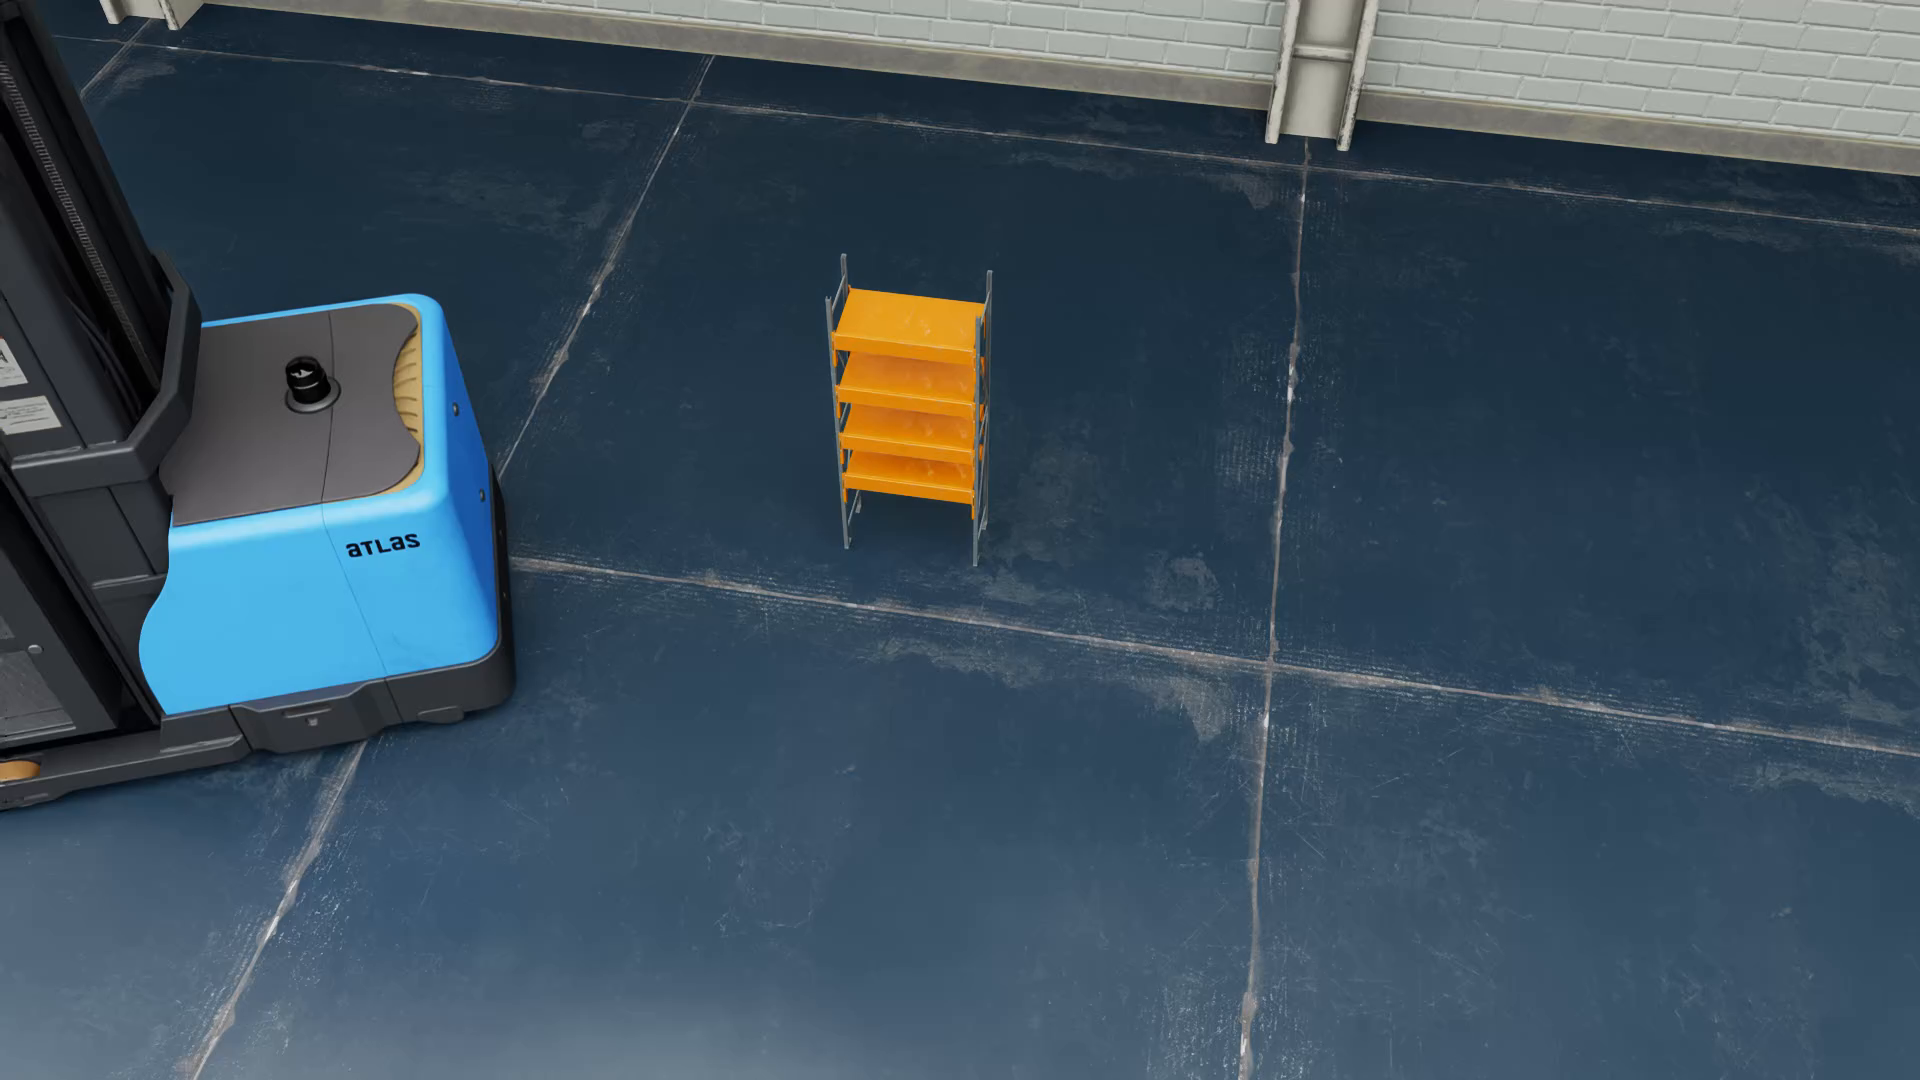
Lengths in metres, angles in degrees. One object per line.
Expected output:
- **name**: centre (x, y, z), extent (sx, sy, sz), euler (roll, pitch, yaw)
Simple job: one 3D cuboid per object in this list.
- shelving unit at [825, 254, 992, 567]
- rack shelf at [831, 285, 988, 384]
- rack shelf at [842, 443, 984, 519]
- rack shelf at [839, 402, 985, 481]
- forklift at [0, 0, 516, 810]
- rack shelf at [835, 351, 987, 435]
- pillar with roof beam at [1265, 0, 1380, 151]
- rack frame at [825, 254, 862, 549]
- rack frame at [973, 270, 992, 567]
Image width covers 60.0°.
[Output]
- **shelving unit**: centre (-0.163, -0.423, 5.823), extent (0.503, 1.200, 0.258), euler (8, 49, 7)
- **rack shelf**: centre (-0.163, -0.686, 5.531), extent (0.480, 0.148, 0.258), euler (8, 49, 7)
- **rack shelf**: centre (-0.163, -0.245, 6.021), extent (0.480, 0.148, 0.258), euler (8, 49, 7)
- **rack shelf**: centre (-0.163, -0.378, 5.873), extent (0.480, 0.148, 0.258), euler (8, 49, 7)
- **forklift**: centre (-3.099, -0.506, 4.734), extent (3.031, 2.935, 1.130), euler (-10, 49, -9)
- **rack shelf**: centre (-0.163, -0.527, 5.707), extent (0.480, 0.148, 0.258), euler (8, 49, 7)
- **pillar with roof beam**: centre (0.917, -1.846, 1.859), extent (0.400, 9.000, 9.100), euler (8, 49, 7)
- **rack frame**: centre (-0.403, -0.455, 5.852), extent (0.015, 1.200, 0.240), euler (8, 49, 7)
- **rack frame**: centre (0.077, -0.391, 5.794), extent (0.015, 1.200, 0.240), euler (8, 49, 7)
